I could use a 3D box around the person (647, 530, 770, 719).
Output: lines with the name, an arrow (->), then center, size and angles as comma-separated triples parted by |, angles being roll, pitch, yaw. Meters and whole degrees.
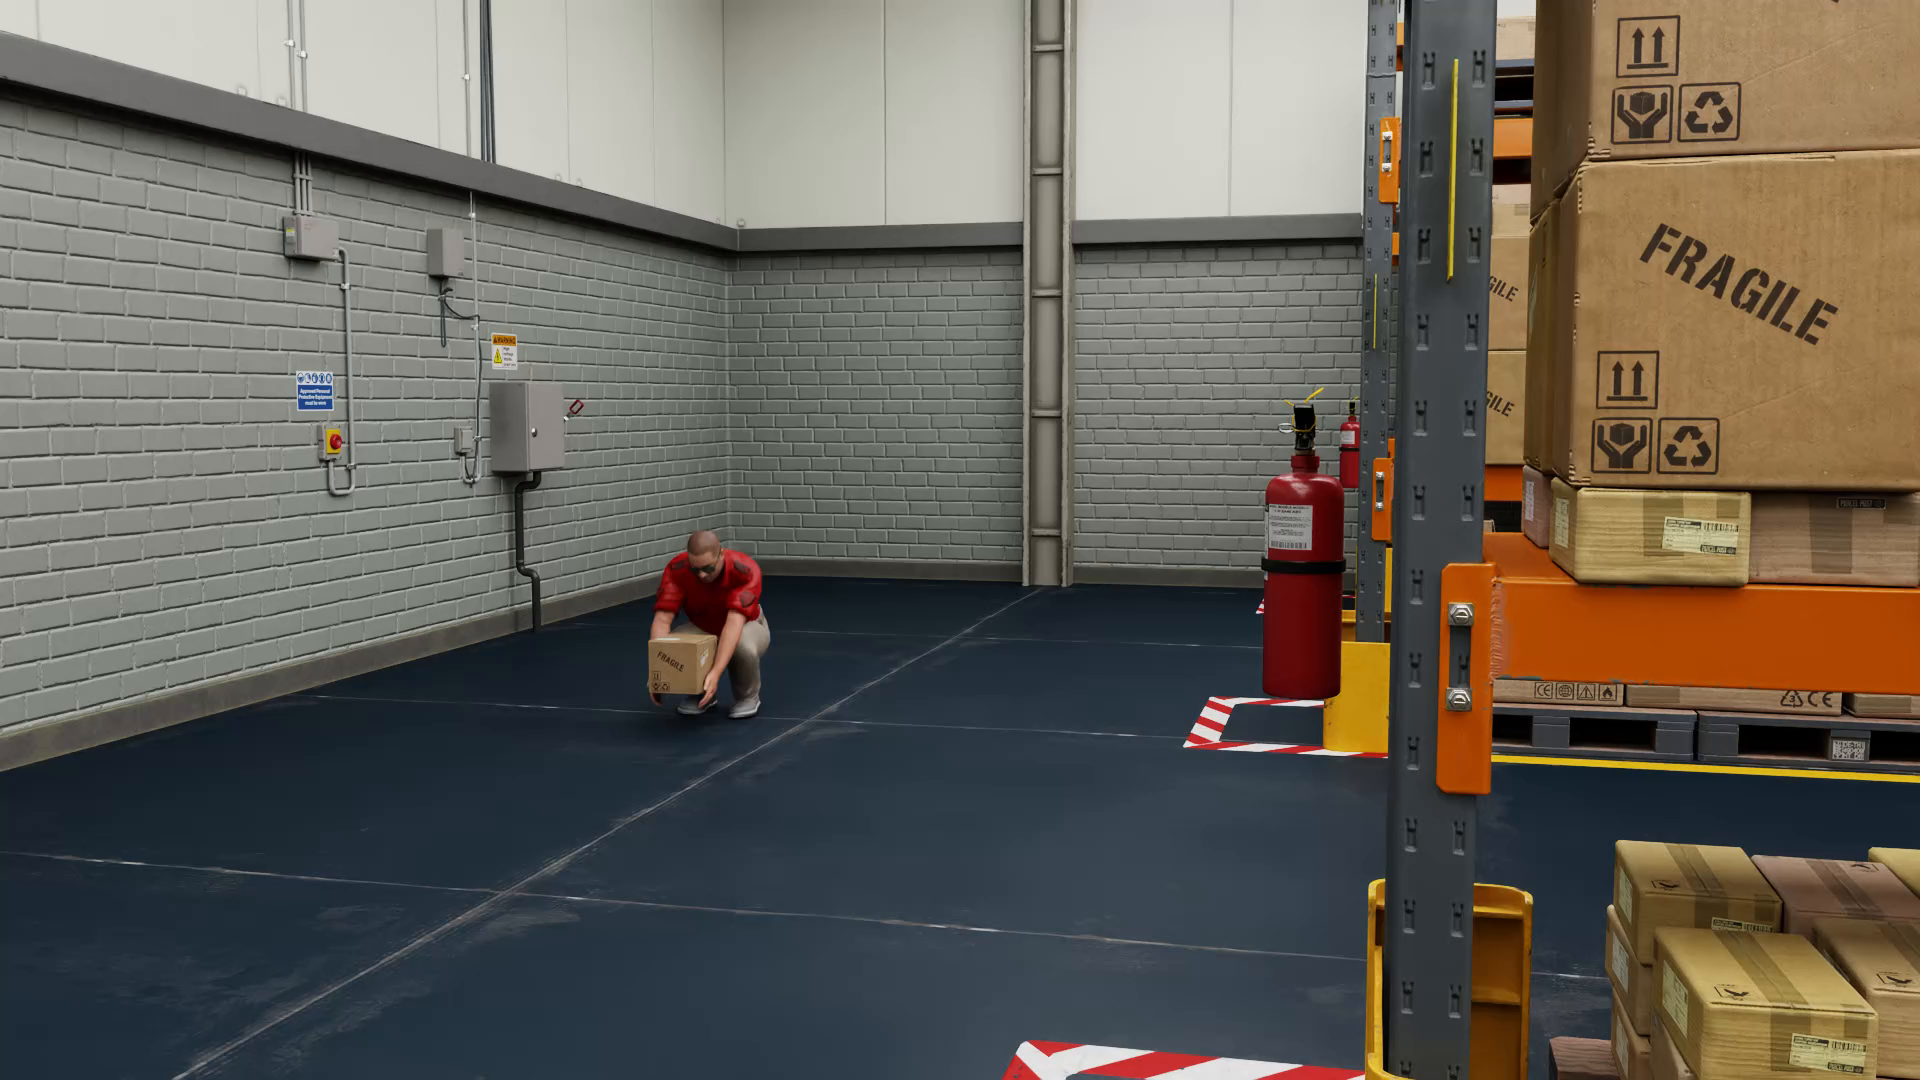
person -> -1.236, 0.415, 8.302 | 0.542, 0.970, 0.893 | 1, 5, 13
